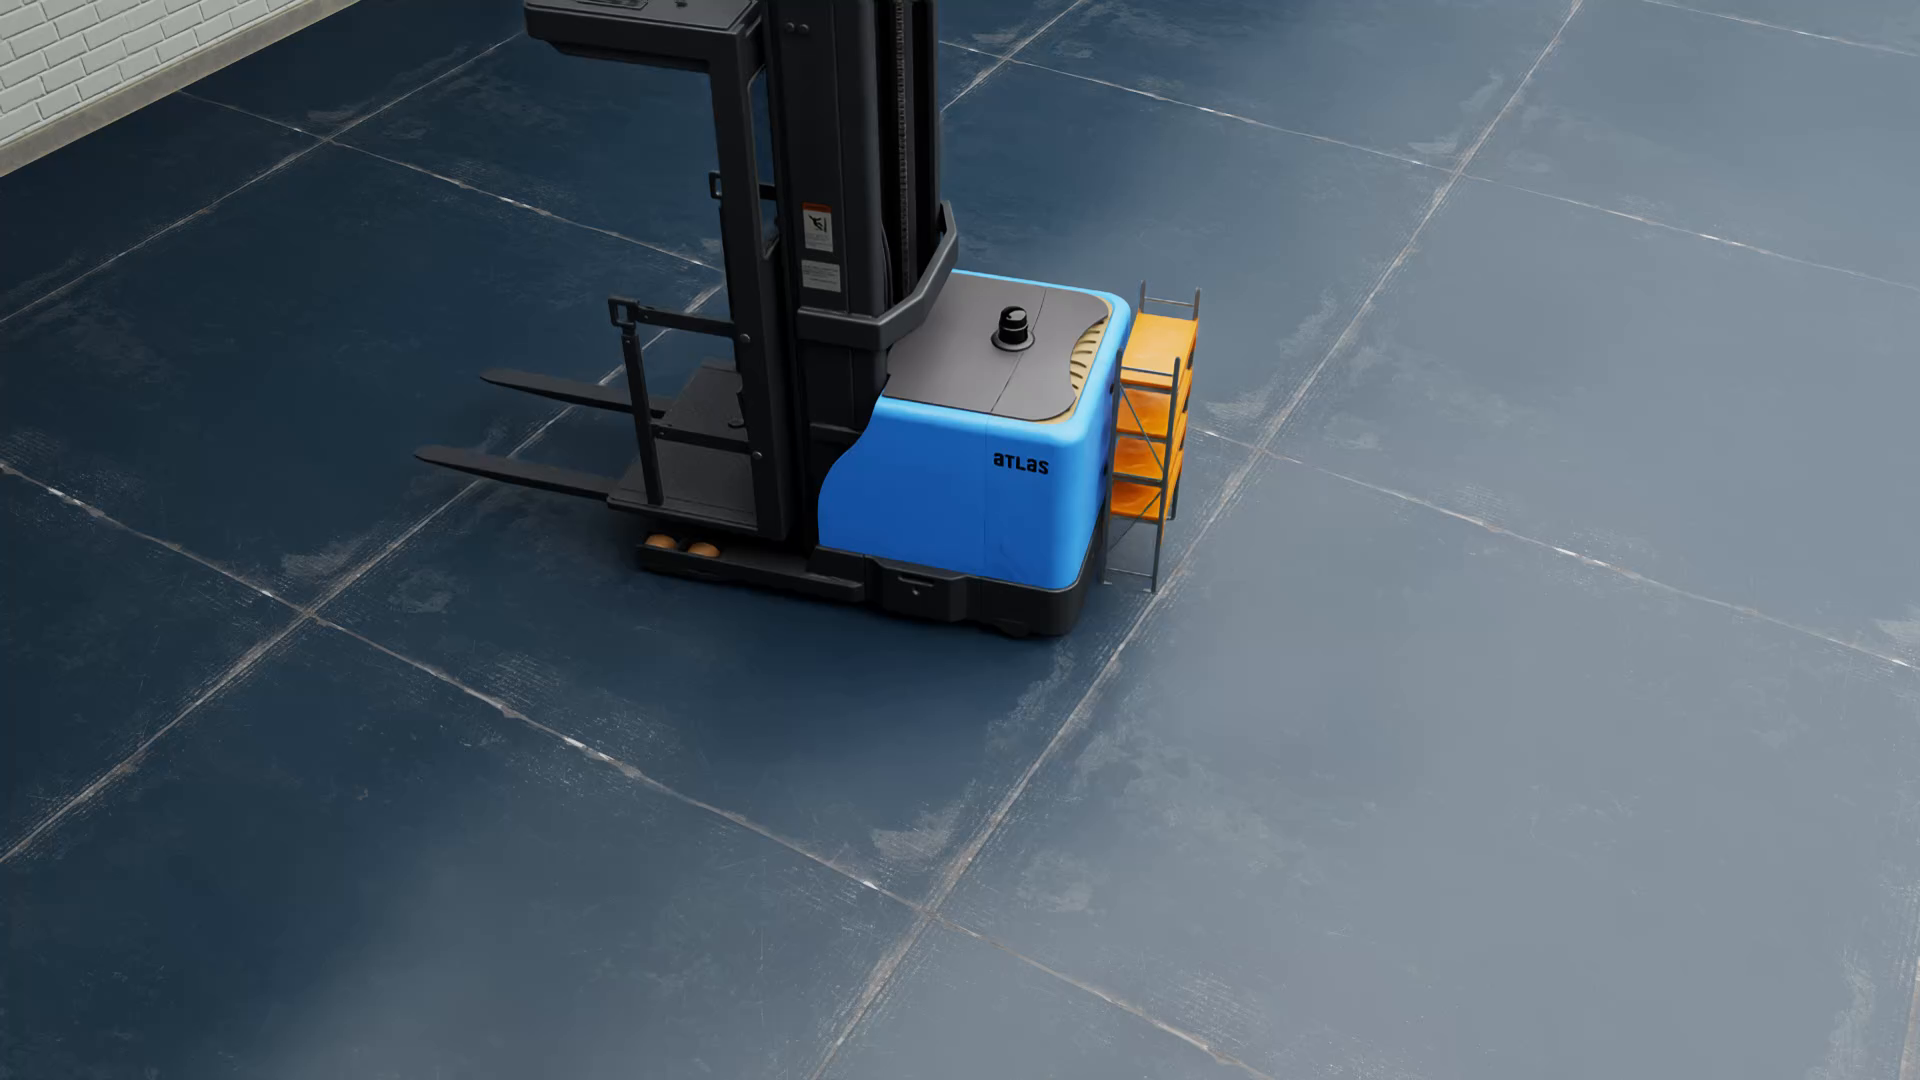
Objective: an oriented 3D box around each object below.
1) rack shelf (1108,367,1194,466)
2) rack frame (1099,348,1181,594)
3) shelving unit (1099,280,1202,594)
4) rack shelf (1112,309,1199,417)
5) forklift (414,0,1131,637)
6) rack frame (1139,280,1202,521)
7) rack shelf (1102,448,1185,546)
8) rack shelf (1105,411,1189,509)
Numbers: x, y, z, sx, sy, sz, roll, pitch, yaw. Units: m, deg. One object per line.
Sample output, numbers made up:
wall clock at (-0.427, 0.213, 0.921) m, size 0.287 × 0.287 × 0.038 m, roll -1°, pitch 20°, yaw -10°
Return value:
rack shelf at (0.772, -0.522, 6.698) m, size 0.258 × 0.148 × 0.480 m, roll 10°, pitch 42°, yaw 11°
rack frame at (0.708, -0.249, 6.624) m, size 0.240 × 1.200 × 0.015 m, roll 10°, pitch 42°, yaw 11°
shelving unit at (0.772, -0.404, 6.801) m, size 0.258 × 1.200 × 0.503 m, roll 10°, pitch 42°, yaw 11°
rack shelf at (0.772, -0.699, 6.541) m, size 0.258 × 0.148 × 0.480 m, roll 10°, pitch 42°, yaw 11°
forklift at (-0.868, -1.250, 6.452) m, size 3.031 × 2.935 × 1.130 m, roll 11°, pitch 42°, yaw 12°
rack frame at (0.836, -0.560, 6.978) m, size 0.240 × 1.200 × 0.015 m, roll 10°, pitch 42°, yaw 11°
rack shelf at (0.772, -0.205, 6.977) m, size 0.258 × 0.148 × 0.480 m, roll 10°, pitch 42°, yaw 11°
rack shelf at (0.772, -0.354, 6.846) m, size 0.258 × 0.148 × 0.480 m, roll 10°, pitch 42°, yaw 11°
